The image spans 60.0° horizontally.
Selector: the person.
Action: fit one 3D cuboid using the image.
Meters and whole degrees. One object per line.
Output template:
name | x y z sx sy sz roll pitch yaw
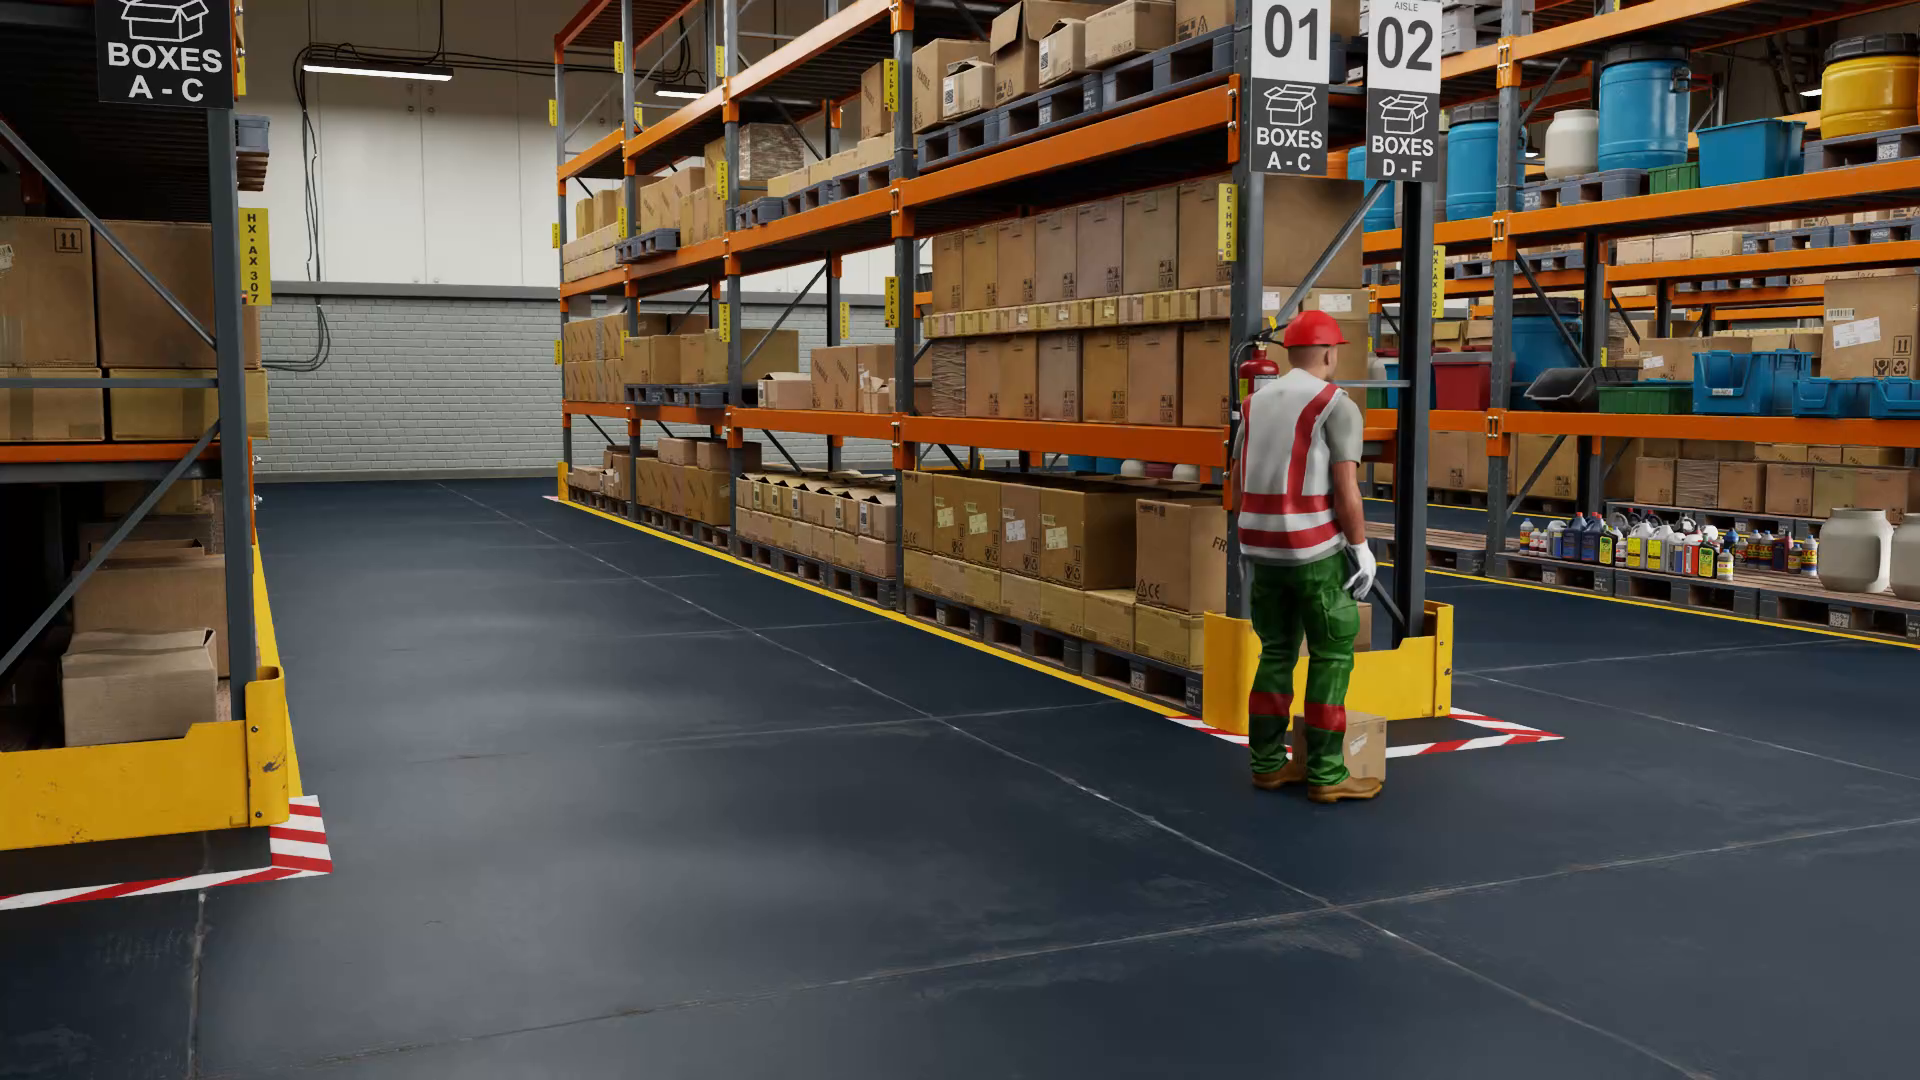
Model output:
person | 1.266 0.046 6.126 0.451 1.778 0.600 -4 7 -38
